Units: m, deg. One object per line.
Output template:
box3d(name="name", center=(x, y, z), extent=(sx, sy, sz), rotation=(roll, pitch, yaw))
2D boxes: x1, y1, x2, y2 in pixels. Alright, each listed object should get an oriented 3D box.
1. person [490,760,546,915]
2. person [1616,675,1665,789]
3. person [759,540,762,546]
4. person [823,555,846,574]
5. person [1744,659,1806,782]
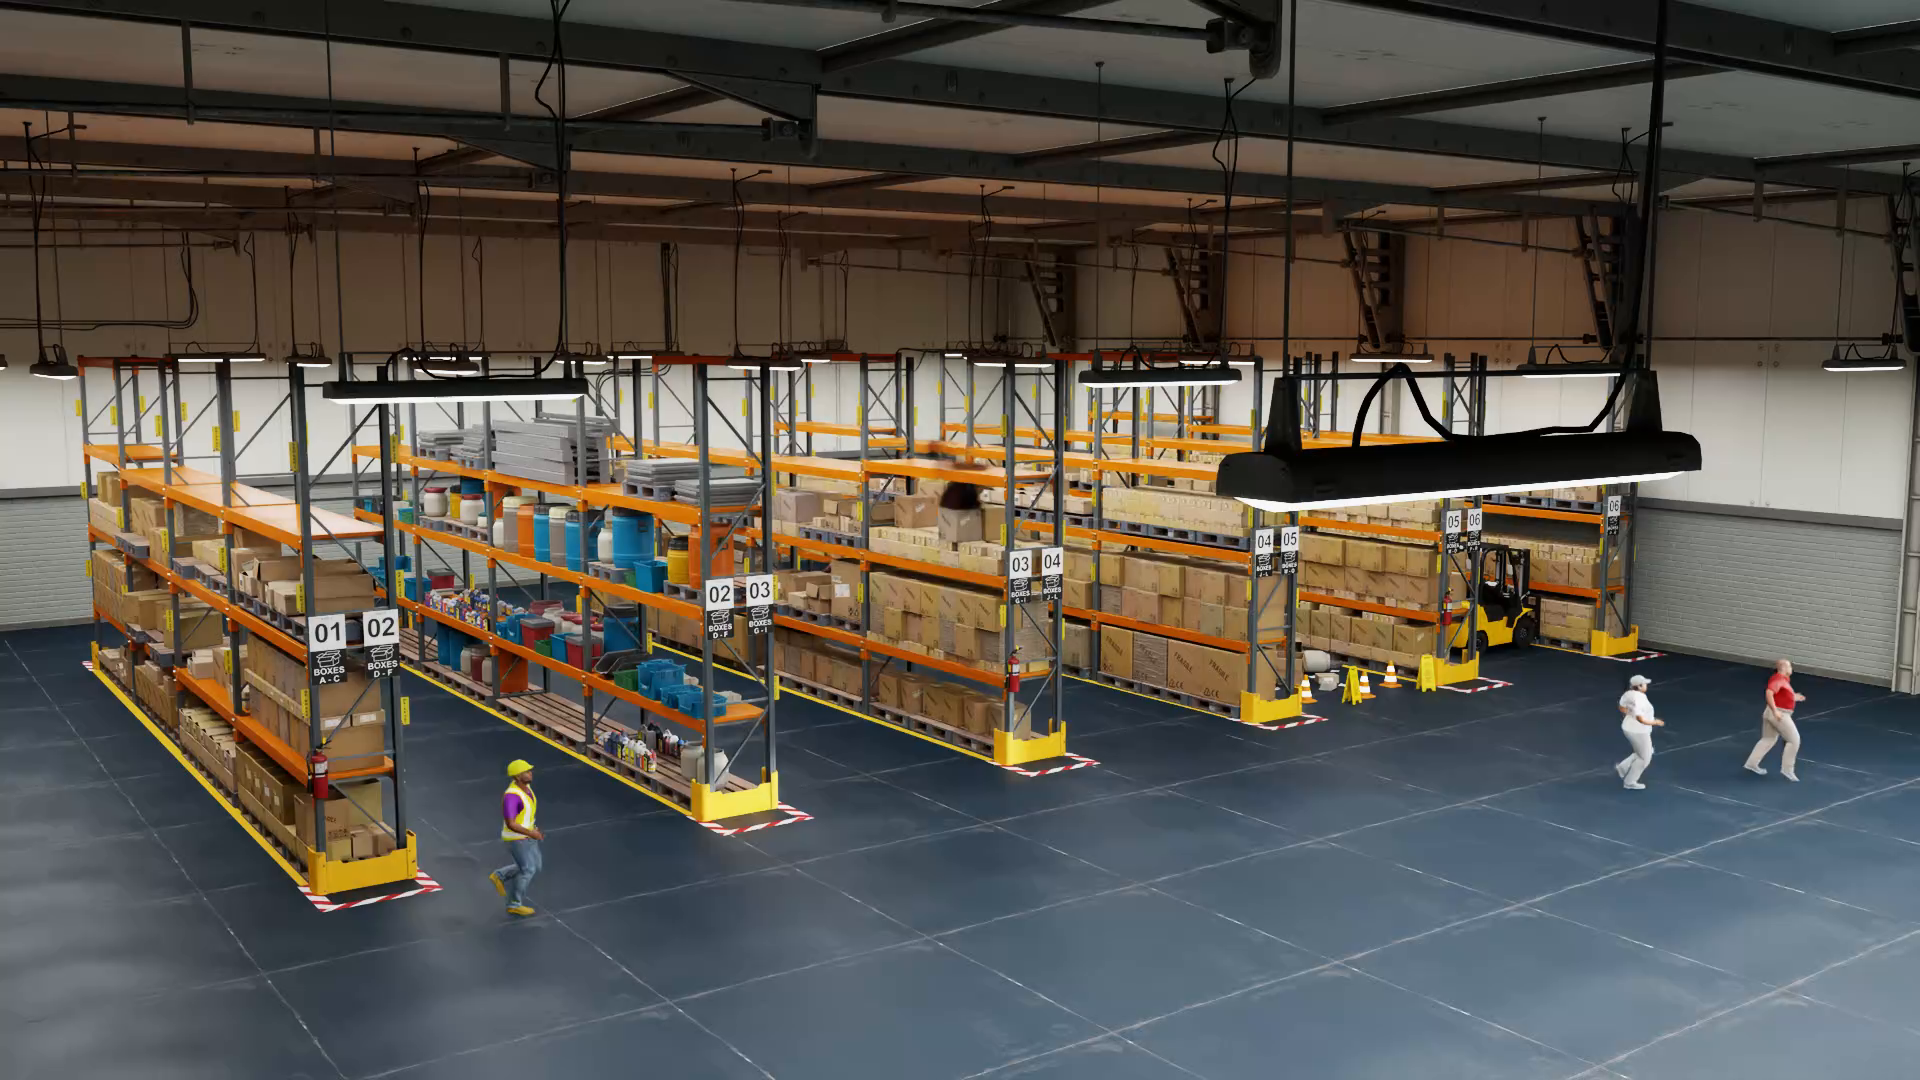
box3d(name="person", center=(-4.877, 3.263, 18.358), extent=(0.666, 1.729, 0.726), rotation=(0, 7, -2))
box3d(name="person", center=(9.583, 2.694, 23.387), extent=(0.527, 1.621, 0.599), rotation=(1, 7, 4))
box3d(name="person", center=(-4.989, 0.524, 41.698), extent=(0.523, 1.509, 0.602), rotation=(-2, 7, -17))
box3d(name="person", center=(-2.524, 1.132, 35.571), extent=(0.679, 1.839, 0.895), rotation=(-5, 8, -35))
box3d(name="person", center=(11.761, 2.599, 23.948), extent=(0.802, 1.799, 0.643), rotation=(1, 7, 5))
